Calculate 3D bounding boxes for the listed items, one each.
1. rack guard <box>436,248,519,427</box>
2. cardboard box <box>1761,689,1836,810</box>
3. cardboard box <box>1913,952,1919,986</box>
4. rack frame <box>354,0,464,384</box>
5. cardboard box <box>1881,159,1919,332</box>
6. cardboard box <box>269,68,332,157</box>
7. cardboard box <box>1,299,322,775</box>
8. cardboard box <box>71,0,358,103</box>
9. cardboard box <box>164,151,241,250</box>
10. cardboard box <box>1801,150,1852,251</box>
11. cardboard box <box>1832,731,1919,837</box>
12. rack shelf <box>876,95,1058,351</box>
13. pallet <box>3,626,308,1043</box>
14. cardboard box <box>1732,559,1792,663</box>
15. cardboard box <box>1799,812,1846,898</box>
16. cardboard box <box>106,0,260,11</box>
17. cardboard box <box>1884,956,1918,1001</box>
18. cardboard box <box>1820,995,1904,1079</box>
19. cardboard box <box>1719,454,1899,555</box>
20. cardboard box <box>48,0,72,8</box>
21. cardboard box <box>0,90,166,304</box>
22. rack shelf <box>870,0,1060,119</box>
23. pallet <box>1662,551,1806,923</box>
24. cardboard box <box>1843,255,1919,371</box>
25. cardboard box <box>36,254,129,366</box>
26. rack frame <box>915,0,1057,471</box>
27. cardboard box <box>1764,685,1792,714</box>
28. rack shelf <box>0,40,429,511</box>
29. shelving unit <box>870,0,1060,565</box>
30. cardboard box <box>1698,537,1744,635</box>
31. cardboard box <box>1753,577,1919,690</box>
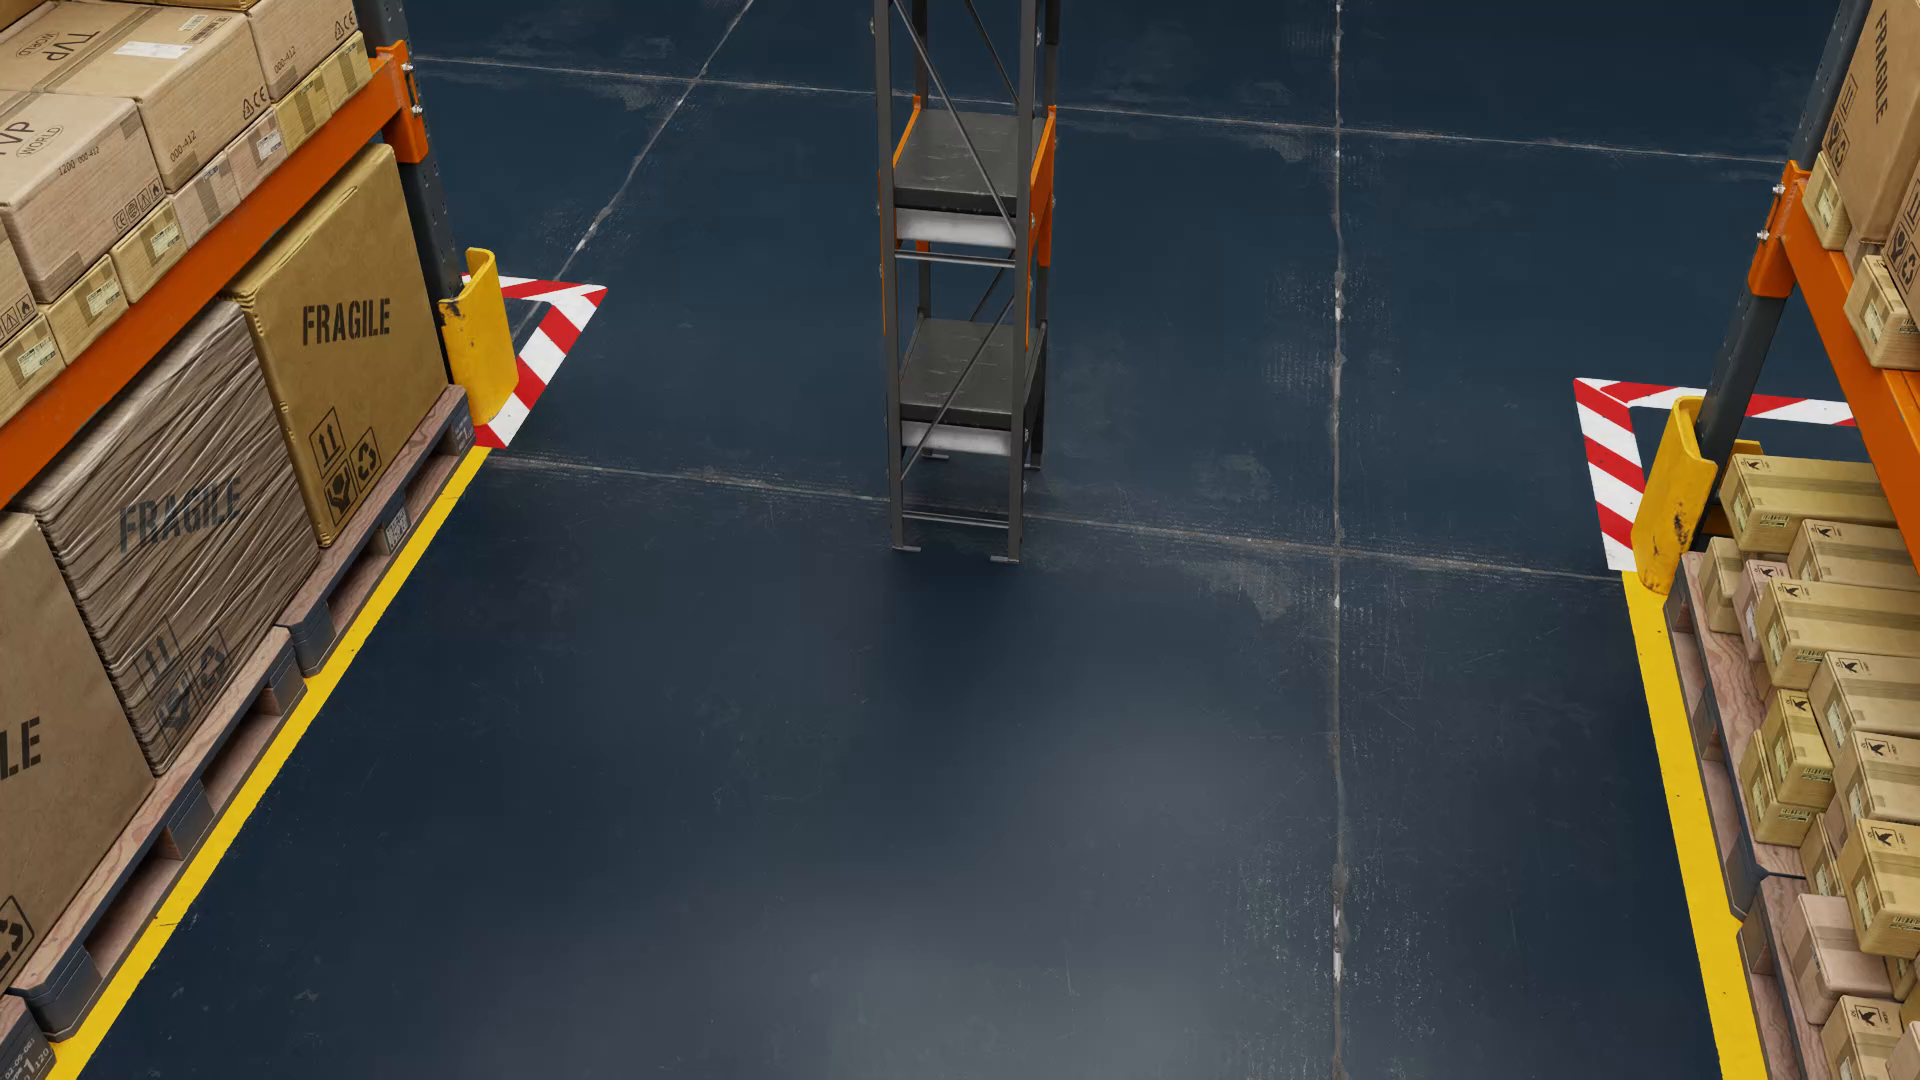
[{"bbox_3d":[-2.169,-0.748,5.763,1.175,0.500,0.348,6,40,8],"label":"rack guard"},{"bbox_3d":[2.141,0.515,3.948,0.380,0.149,0.250,8,40,9],"label":"cardboard box"},{"bbox_3d":[2.112,0.909,3.237,0.380,0.149,0.250,6,40,8],"label":"cardboard box"},{"bbox_3d":[-2.173,-1.697,4.948,1.000,3.000,0.127,6,40,8],"label":"rack frame"},{"bbox_3d":[2.277,-0.649,3.370,0.500,0.500,0.500,6,40,8],"label":"cardboard box"},{"bbox_3d":[-1.954,-1.177,4.516,0.380,0.149,0.250,7,40,8],"label":"cardboard box"},{"bbox_3d":[-2.363,-0.058,4.304,0.875,0.875,0.875,6,40,8],"label":"cardboard box"},{"bbox_3d":[-1.996,-1.420,4.498,0.500,0.250,0.500,6,40,7],"label":"cardboard box"},{"bbox_3d":[-2.043,-0.862,4.136,0.380,0.149,0.250,7,40,8],"label":"cardboard box"},{"bbox_3d":[2.315,-0.822,4.088,0.380,0.149,0.250,6,40,7],"label":"cardboard box"},{"bbox_3d":[2.151,0.581,3.634,0.380,0.149,0.250,8,40,9],"label":"cardboard box"},{"bbox_3d":[0.029,-0.903,4.715,0.431,0.518,0.480,6,40,8],"label":"rack shelf"},{"bbox_3d":[-2.448,0.652,4.296,1.003,0.211,1.213,6,40,8],"label":"pallet"},{"bbox_3d":[2.248,0.202,4.326,0.380,0.149,0.250,6,40,7],"label":"cardboard box"},{"bbox_3d":[2.185,0.793,3.845,0.380,0.149,0.250,6,40,8],"label":"cardboard box"},{"bbox_3d":[-1.999,-1.708,4.257,0.500,0.500,0.500,7,40,8],"label":"cardboard box"},{"bbox_3d":[2.183,0.866,3.522,0.380,0.149,0.250,8,40,10],"label":"cardboard box"},{"bbox_3d":[2.034,1.116,3.453,0.380,0.149,0.250,6,40,8],"label":"cardboard box"},{"bbox_3d":[2.269,-0.087,4.442,0.380,0.149,0.250,5,40,6],"label":"cardboard box"},{"bbox_3d":[-2.522,-1.482,4.573,0.500,0.250,0.500,5,40,6],"label":"cardboard box"},{"bbox_3d":[-2.172,-0.782,3.726,0.500,0.250,0.500,5,40,6],"label":"cardboard box"},{"bbox_3d":[0.029,-1.442,4.269,0.431,0.518,0.480,6,40,8],"label":"rack shelf"},{"bbox_3d":[2.506,0.542,4.429,1.003,0.211,1.213,6,40,8],"label":"pallet"},{"bbox_3d":[2.213,-0.495,3.692,0.380,0.149,0.250,5,40,6],"label":"cardboard box"},{"bbox_3d":[-2.130,-0.536,3.741,0.380,0.149,0.250,7,40,8],"label":"cardboard box"},{"bbox_3d":[0.071,-1.066,4.892,0.400,2.100,0.015,6,40,8],"label":"rack frame"},{"bbox_3d":[2.288,0.474,4.230,0.380,0.149,0.250,7,40,8],"label":"cardboard box"},{"bbox_3d":[-2.519,-0.164,3.659,1.077,0.370,4.000,6,40,8],"label":"rack shelf"},{"bbox_3d":[0.029,-0.913,4.707,0.431,2.100,0.503,6,40,8],"label":"shelving unit"},{"bbox_3d":[2.288,0.144,4.629,0.380,0.149,0.250,7,40,9],"label":"cardboard box"},{"bbox_3d":[2.170,0.243,4.043,0.380,0.149,0.250,6,40,8],"label":"cardboard box"}]
